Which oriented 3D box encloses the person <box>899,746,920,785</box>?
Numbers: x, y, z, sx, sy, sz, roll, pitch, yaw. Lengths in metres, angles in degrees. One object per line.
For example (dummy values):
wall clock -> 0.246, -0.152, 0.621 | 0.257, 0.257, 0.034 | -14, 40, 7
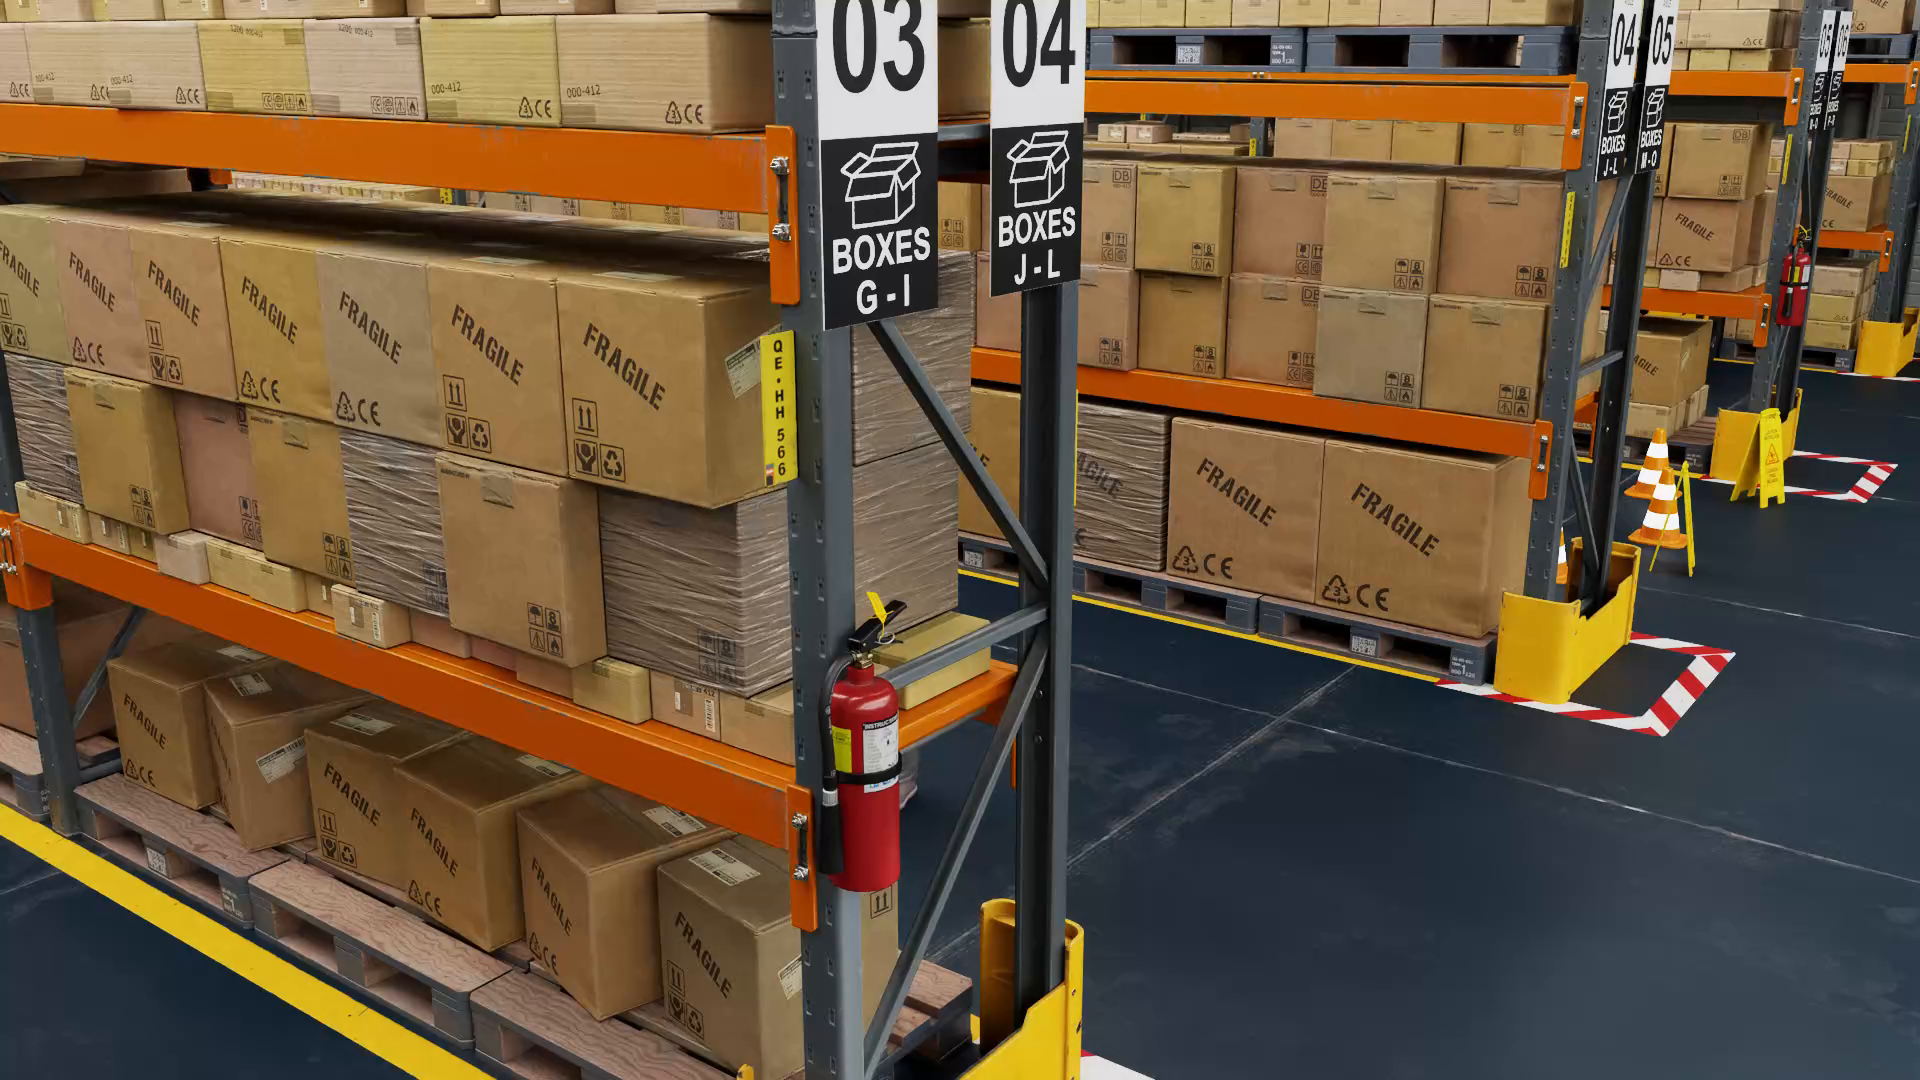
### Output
person -> -0.293, 0.225, 6.678 | 0.497, 1.585, 0.351 | 11, 20, 32
